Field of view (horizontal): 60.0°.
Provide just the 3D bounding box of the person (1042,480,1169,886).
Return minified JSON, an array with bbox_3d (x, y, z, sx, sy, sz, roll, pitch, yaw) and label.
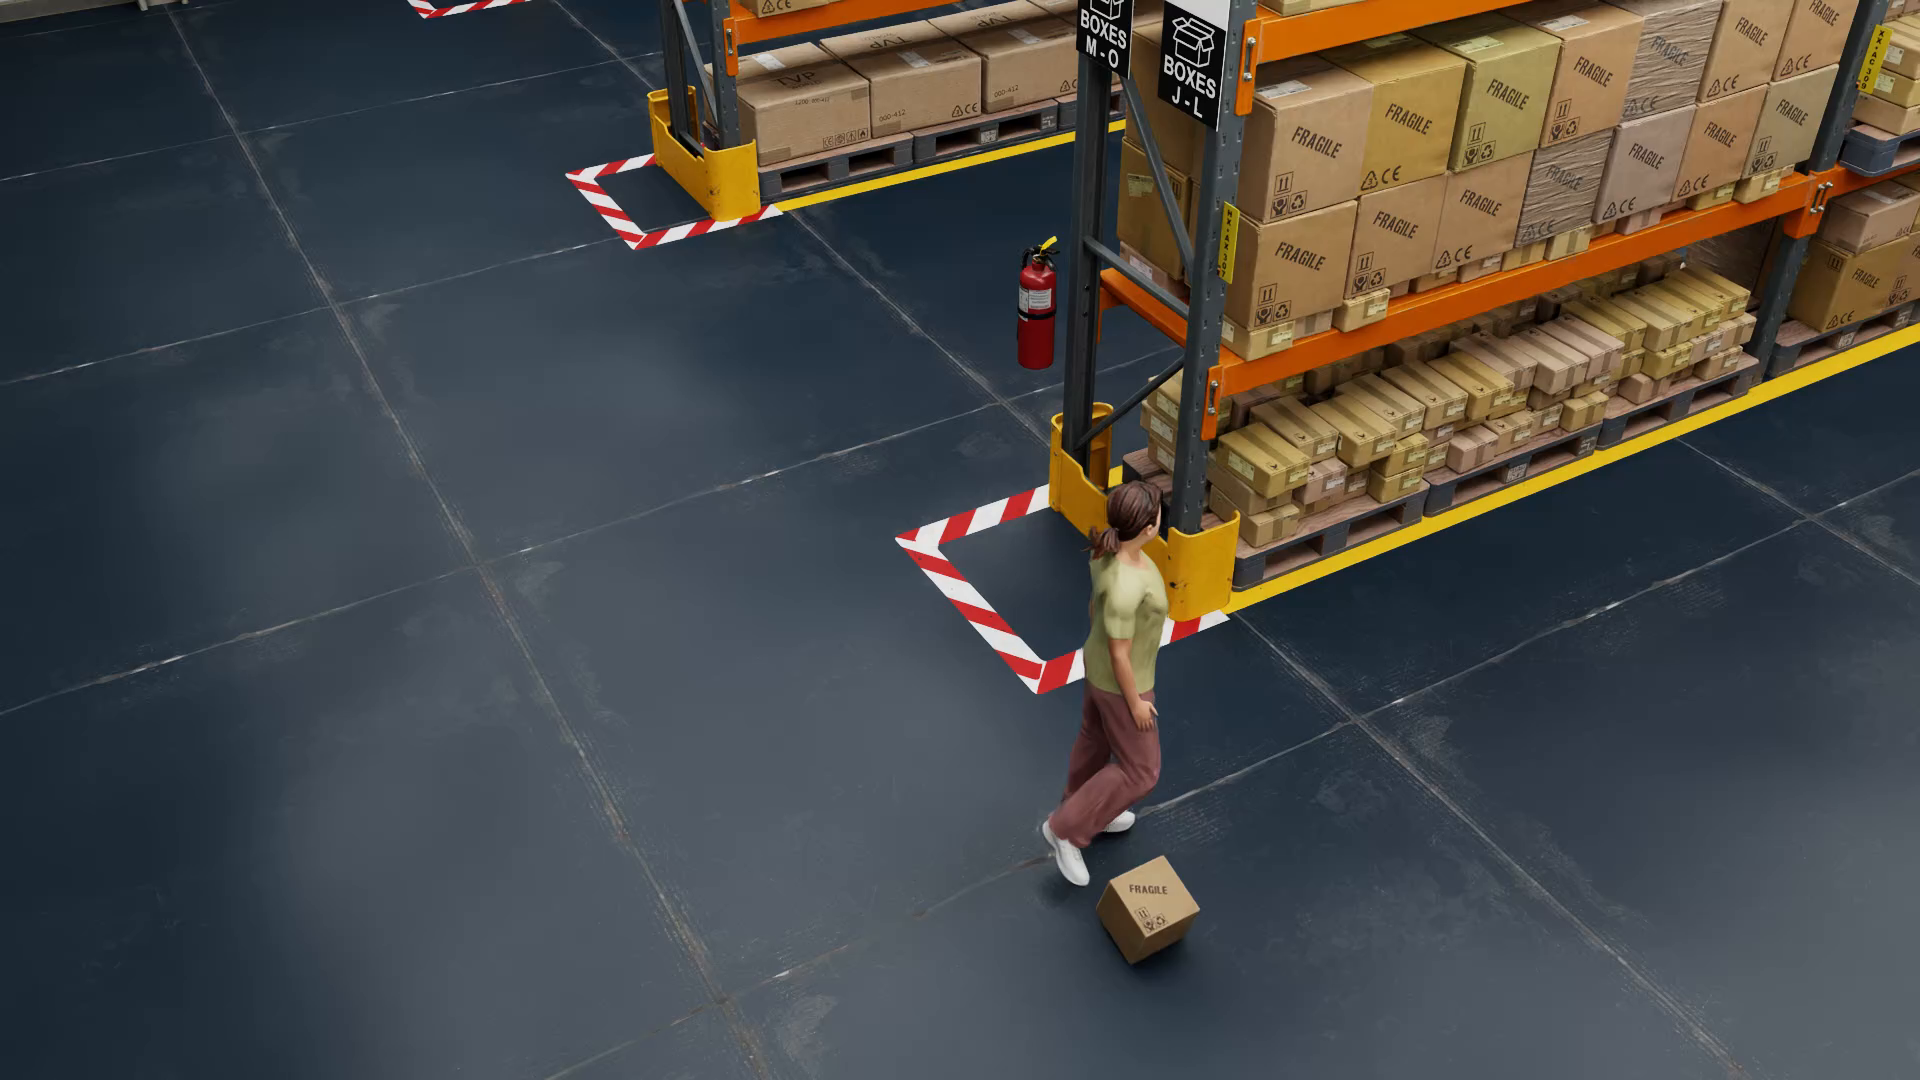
[{"bbox_3d":[0.537,0.536,6.187,0.434,1.667,0.626,-1,37,-1],"label":"person"}]
